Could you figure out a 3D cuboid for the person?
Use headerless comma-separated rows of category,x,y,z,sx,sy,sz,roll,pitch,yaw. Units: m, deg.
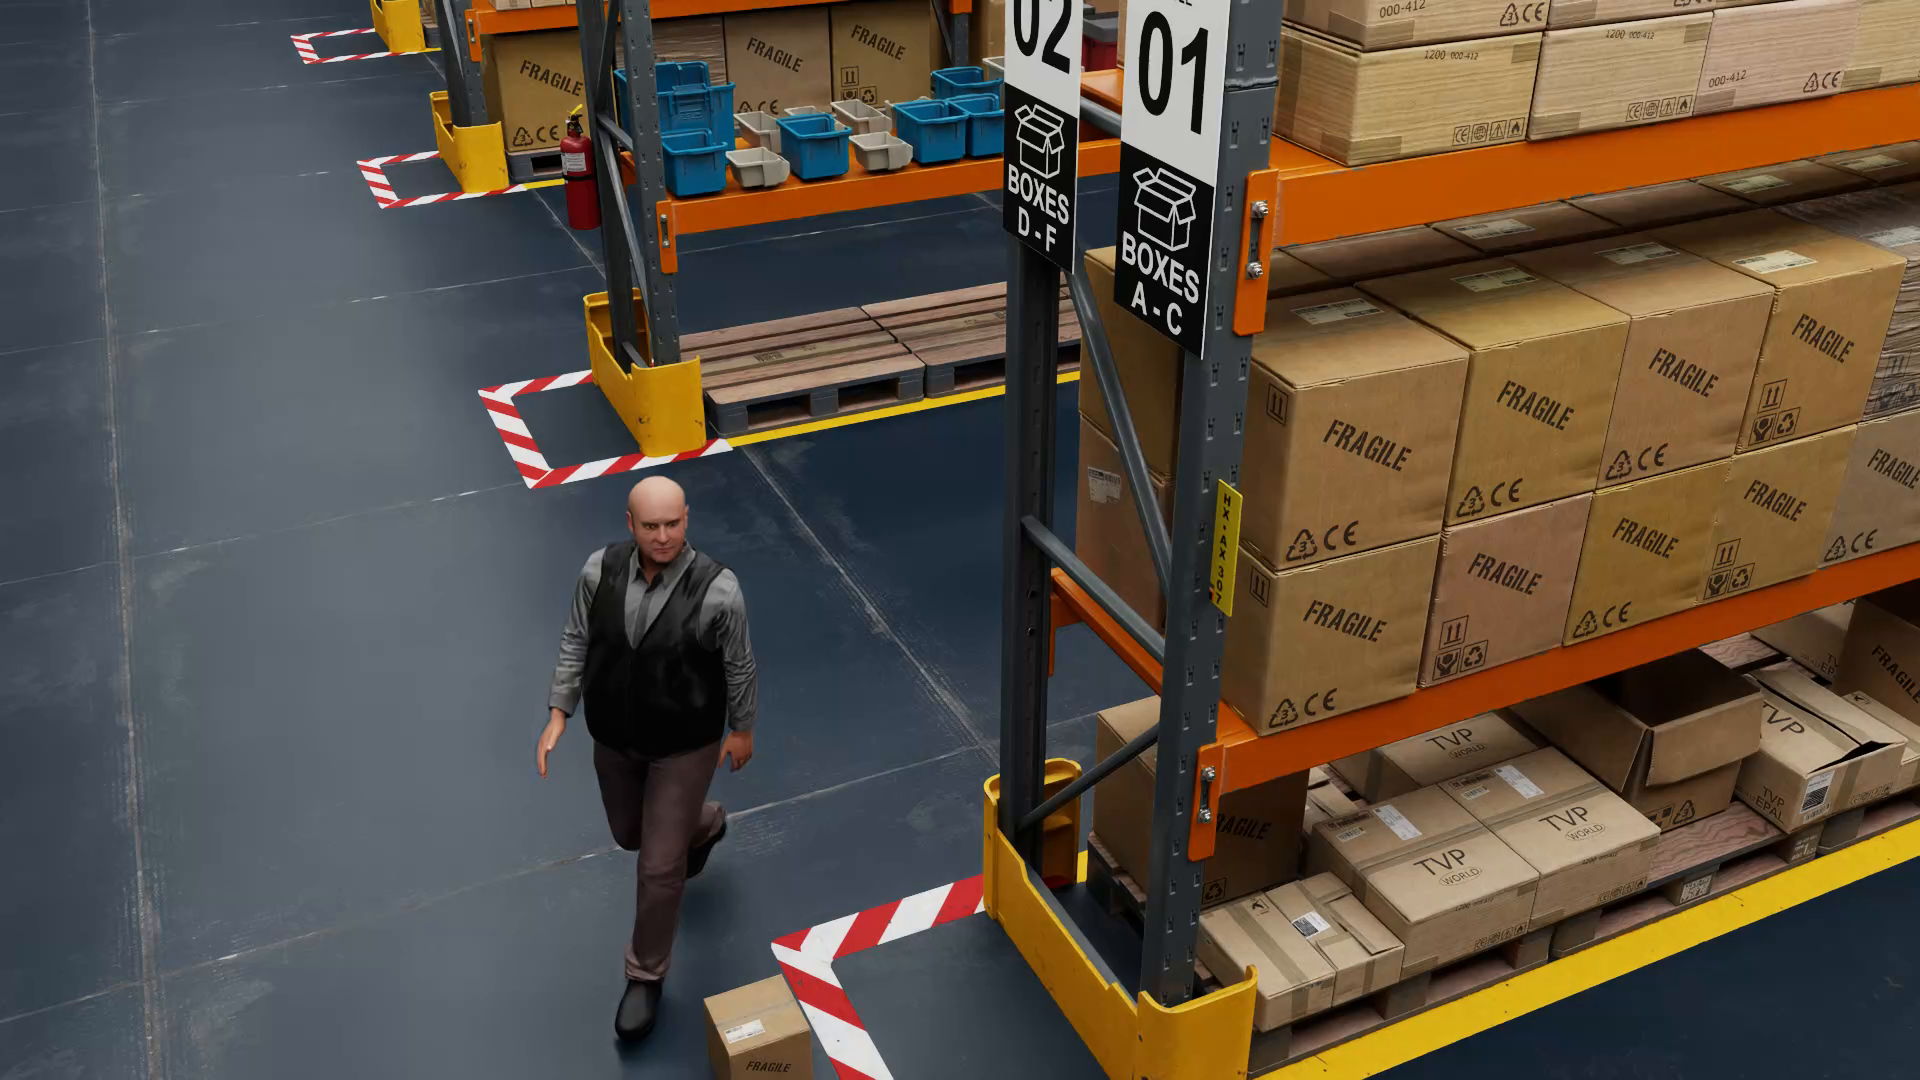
person,-0.946,0.609,5.092,0.593,1.679,0.922,8,30,14
